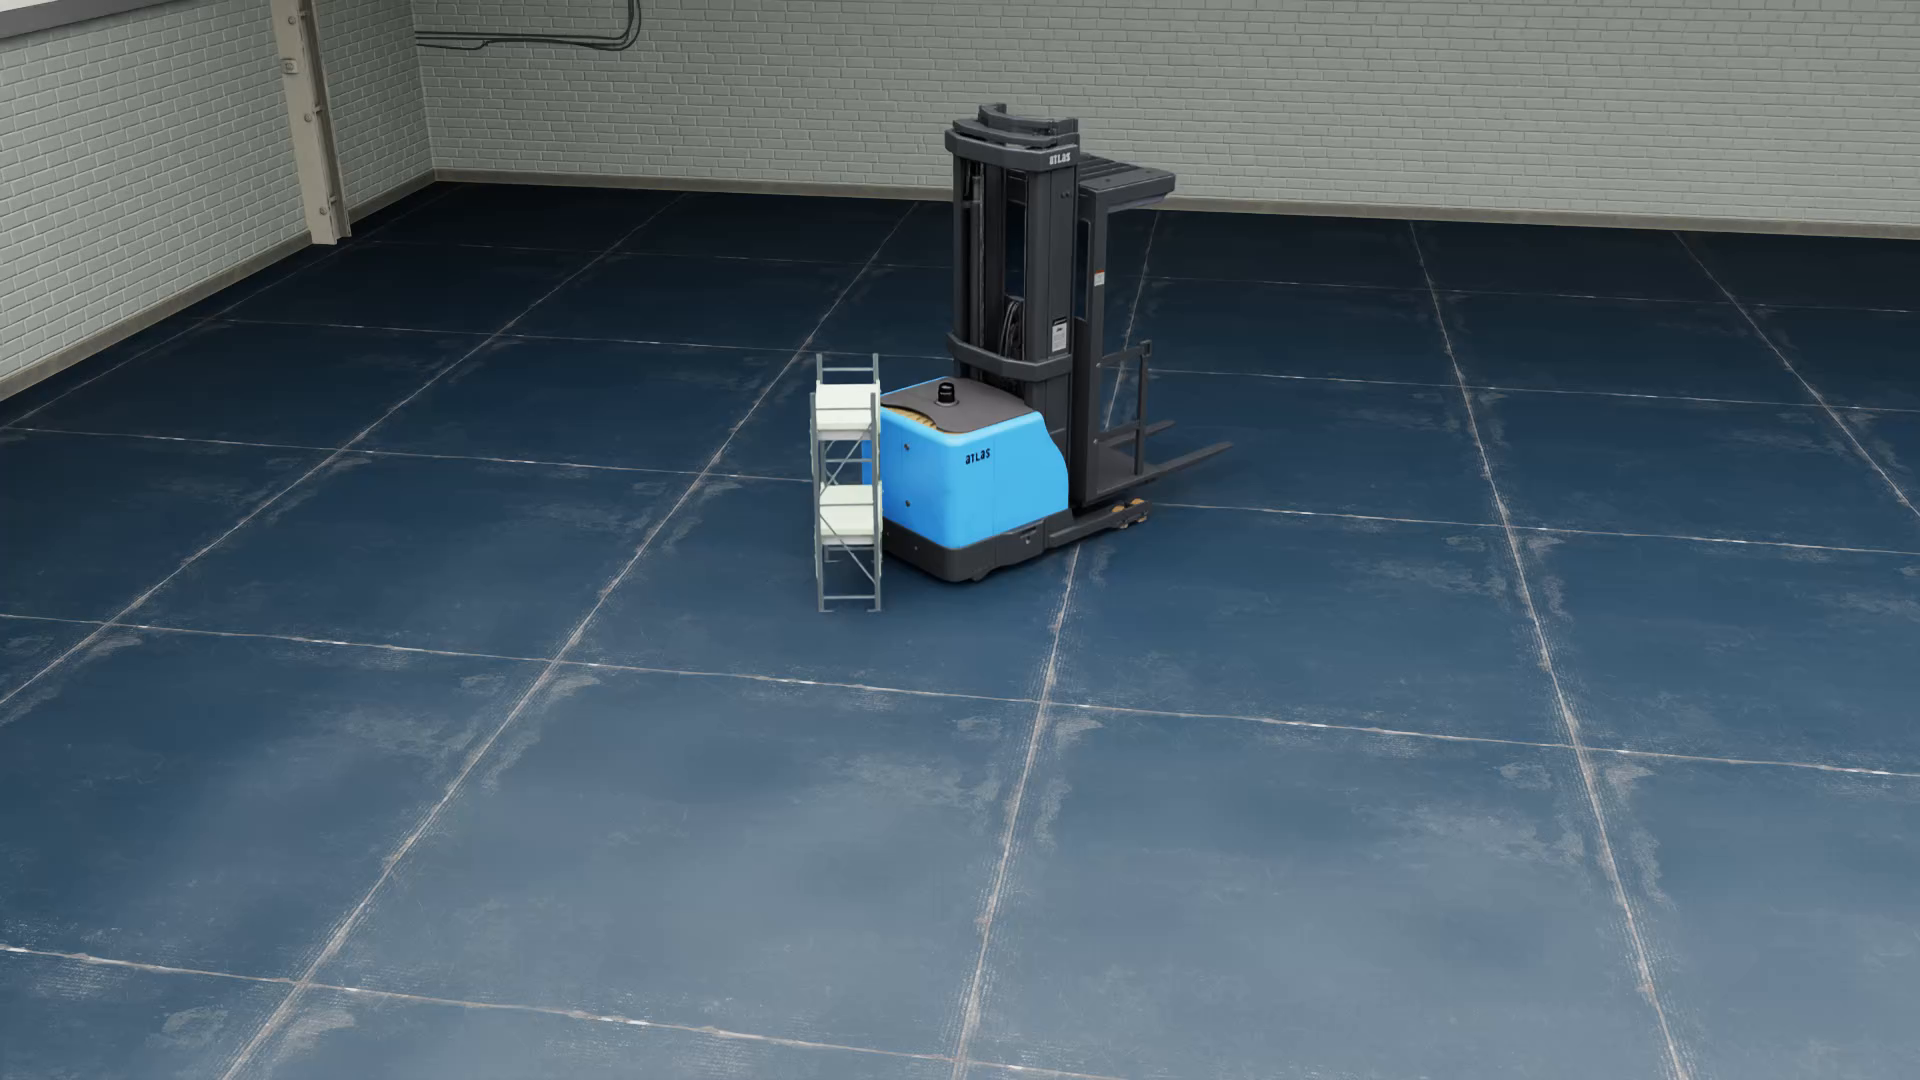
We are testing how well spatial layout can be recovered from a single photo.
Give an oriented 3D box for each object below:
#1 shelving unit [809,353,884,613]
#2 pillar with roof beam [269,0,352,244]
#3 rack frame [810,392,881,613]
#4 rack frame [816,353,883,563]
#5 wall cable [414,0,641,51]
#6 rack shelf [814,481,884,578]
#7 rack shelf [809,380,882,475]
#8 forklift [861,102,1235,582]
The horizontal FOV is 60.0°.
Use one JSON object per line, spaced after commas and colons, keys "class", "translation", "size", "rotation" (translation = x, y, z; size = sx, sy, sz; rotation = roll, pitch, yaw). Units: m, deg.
{"class": "shelving unit", "translation": [-0.722, -0.371, 10.774], "size": [0.431, 1.500, 0.755], "rotation": [-1, 25, -1]}
{"class": "pillar with roof beam", "translation": [-2.993, -7.238, 16.597], "size": [9.100, 9.000, 0.400], "rotation": [4, 25, 9]}
{"class": "rack frame", "translation": [-0.713, -0.216, 10.443], "size": [0.400, 1.500, 0.023], "rotation": [-1, 25, -1]}
{"class": "rack frame", "translation": [-0.731, -0.527, 11.106], "size": [0.400, 1.500, 0.023], "rotation": [-1, 25, -1]}
{"class": "wall cable", "translation": [-5.455, -7.270, 20.329], "size": [3.097, 2.526, 0.112], "rotation": [4, 25, 9]}
{"class": "rack shelf", "translation": [-0.722, -0.076, 10.913], "size": [0.431, 0.370, 0.720], "rotation": [-1, 25, -1]}
{"class": "rack shelf", "translation": [-0.722, -0.725, 10.609], "size": [0.431, 0.370, 0.720], "rotation": [-1, 25, -1]}
{"class": "forklift", "translation": [0.755, -1.554, 11.613], "size": [3.031, 2.935, 1.130], "rotation": [-20, 32, -36]}
